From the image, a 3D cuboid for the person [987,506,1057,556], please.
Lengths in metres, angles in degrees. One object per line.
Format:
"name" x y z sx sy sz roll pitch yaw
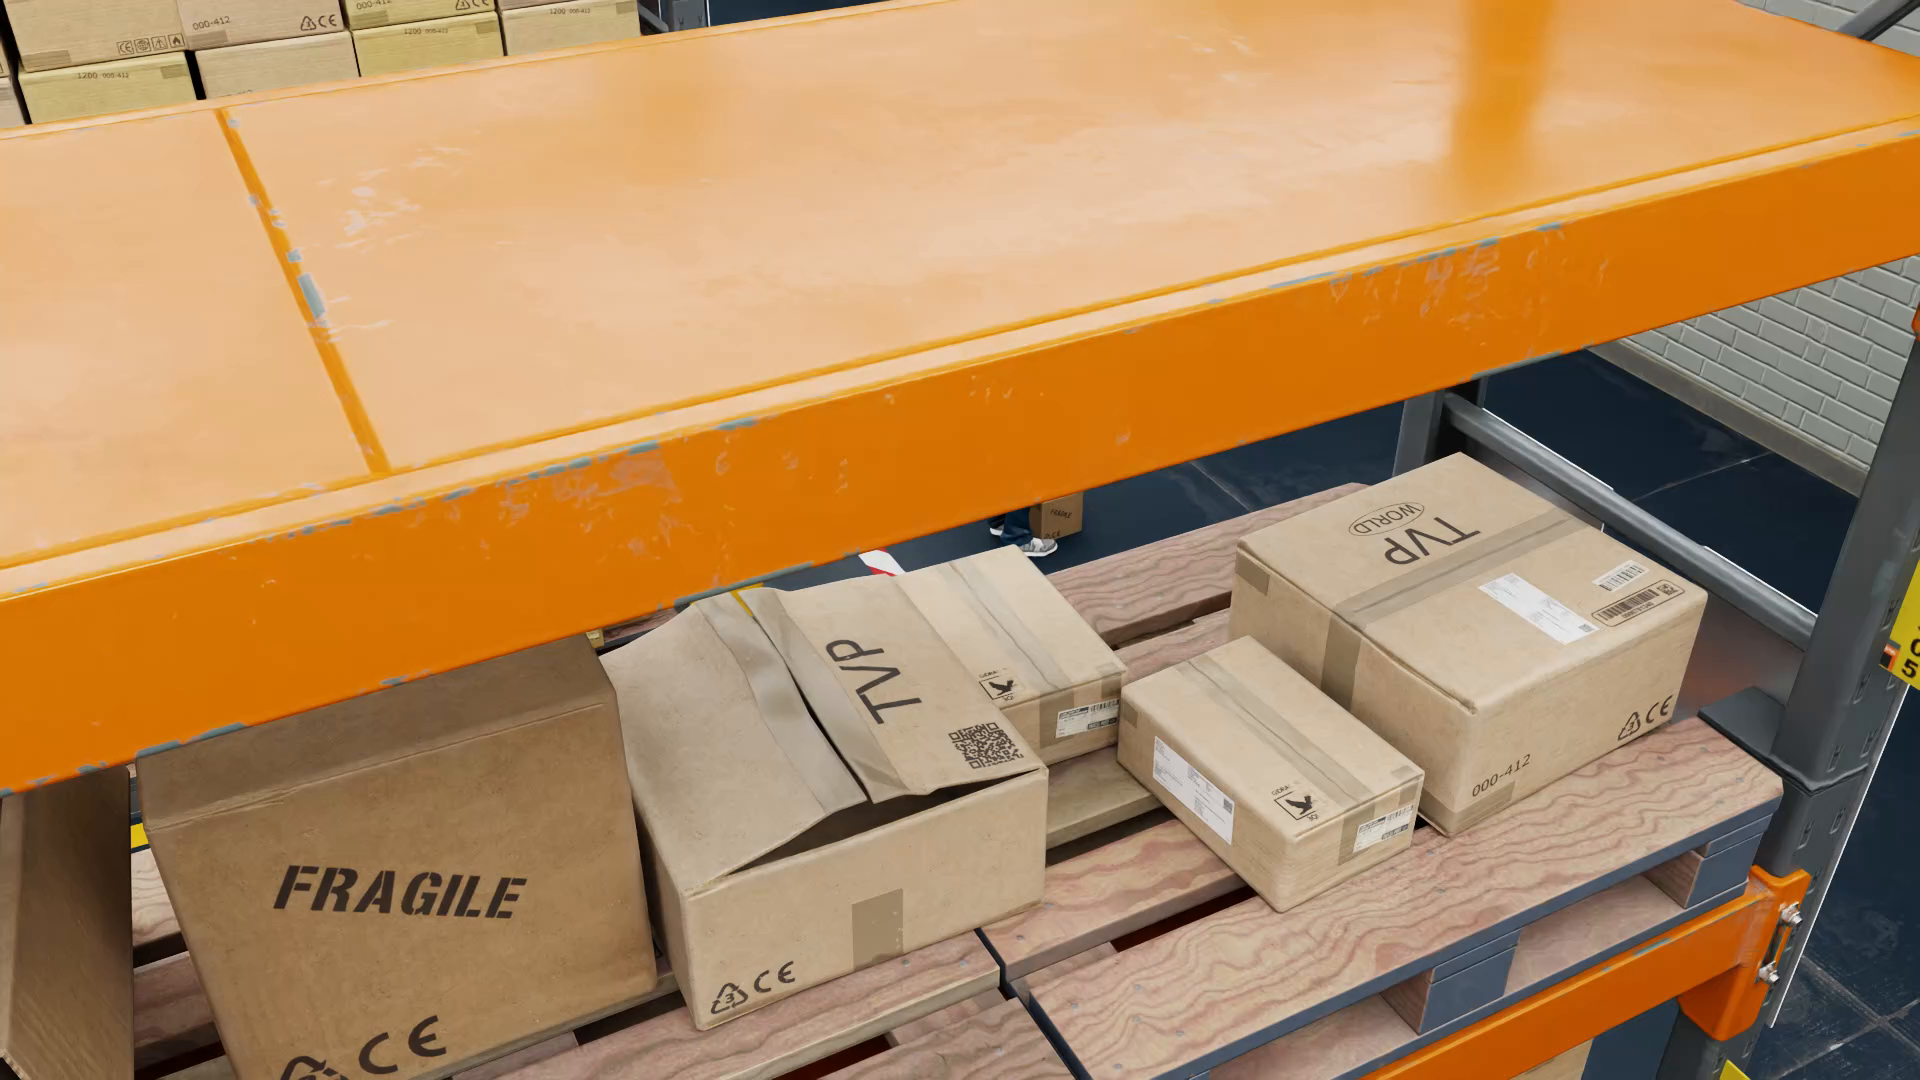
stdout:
"person" 0.270 -0.673 8.167 0.365 1.592 0.463 -16 37 -23
